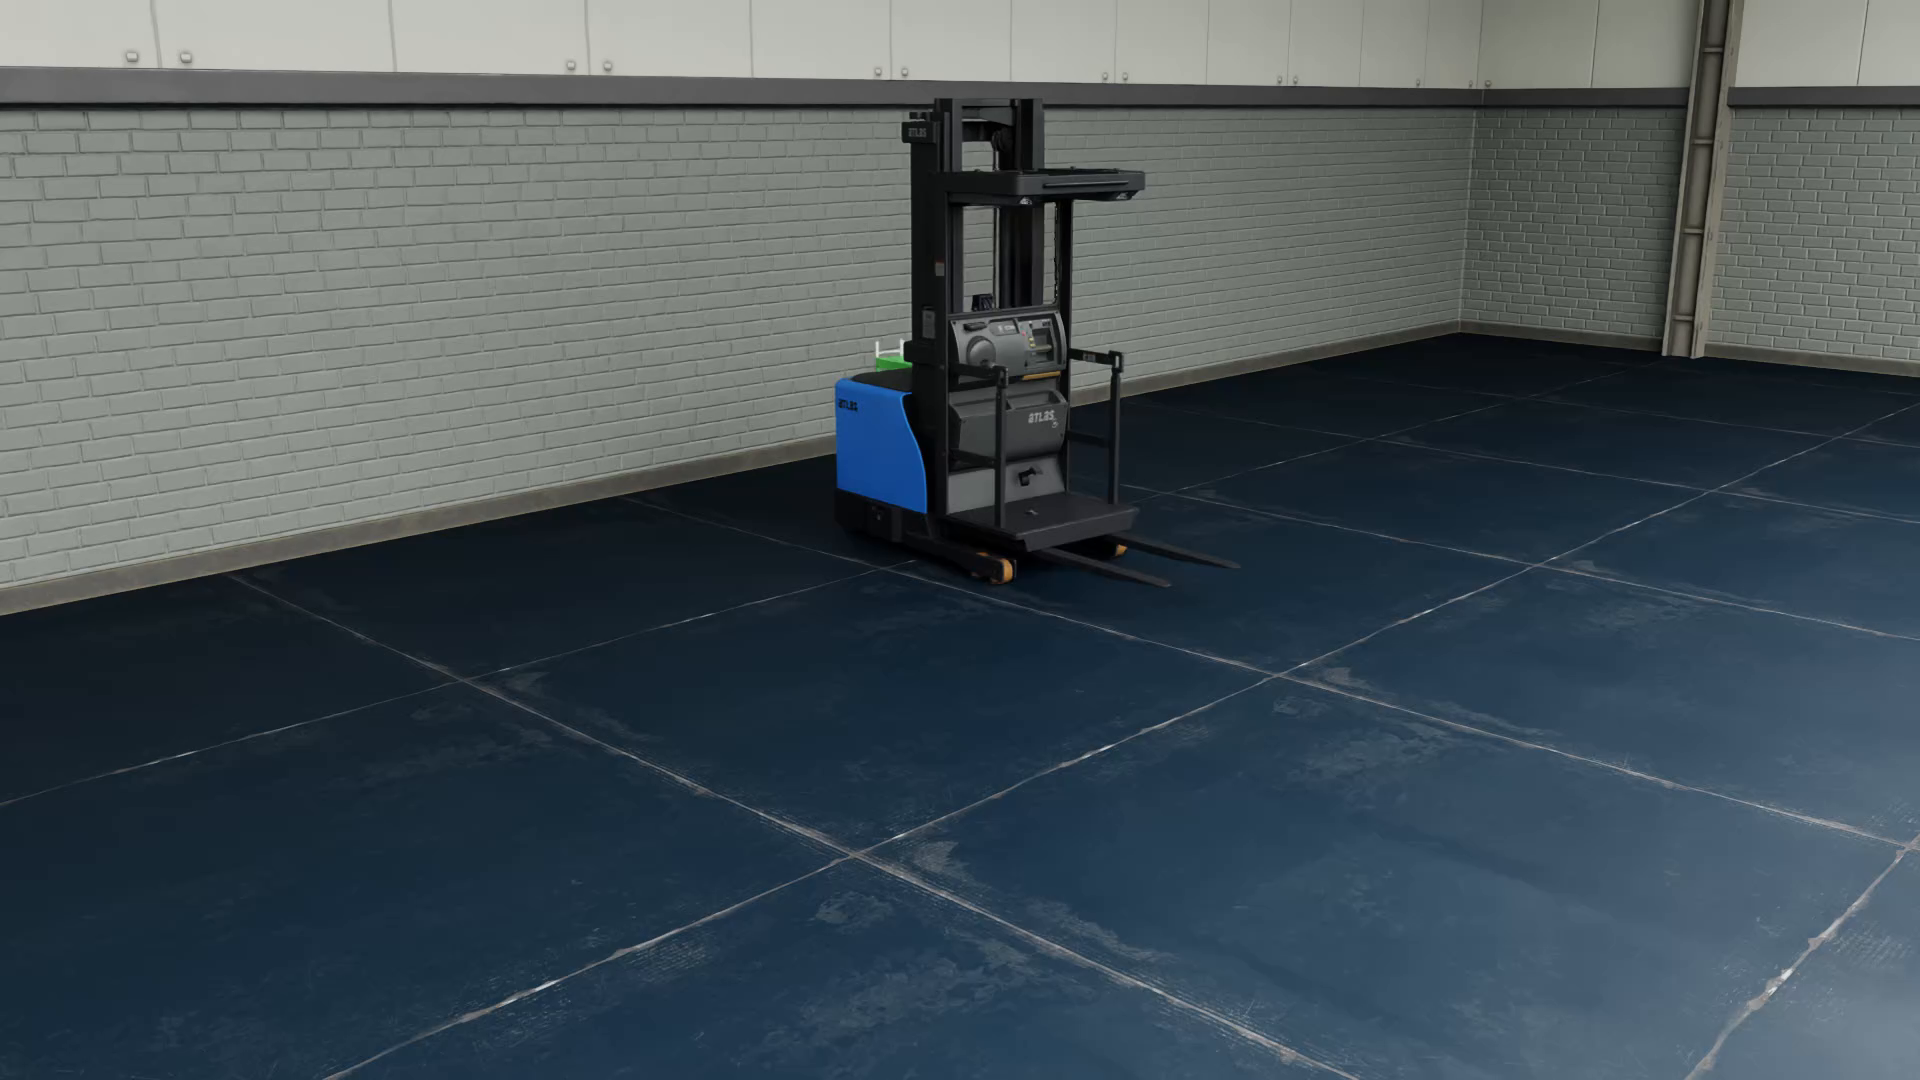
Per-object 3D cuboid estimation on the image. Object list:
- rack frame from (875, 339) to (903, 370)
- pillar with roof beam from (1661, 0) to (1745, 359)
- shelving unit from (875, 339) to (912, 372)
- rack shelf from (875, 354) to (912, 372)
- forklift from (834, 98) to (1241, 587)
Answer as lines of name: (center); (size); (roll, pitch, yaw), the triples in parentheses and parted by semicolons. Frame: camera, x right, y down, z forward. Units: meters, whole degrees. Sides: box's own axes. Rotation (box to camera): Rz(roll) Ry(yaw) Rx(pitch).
rack frame: (-0.528, -0.904, 12.521); (0.240, 1.200, 0.015); (-11, 18, -36)
pillar with roof beam: (5.664, -5.781, 15.771); (0.400, 9.000, 9.100); (14, 20, 42)
shelving unit: (-0.381, -0.855, 12.332); (0.258, 1.200, 0.503); (-11, 18, -36)
rack shelf: (-0.381, -1.257, 12.227); (0.258, 0.148, 0.480); (-11, 18, -36)
forklift: (0.455, -1.283, 10.542); (1.130, 2.935, 3.031); (-12, 19, -39)
